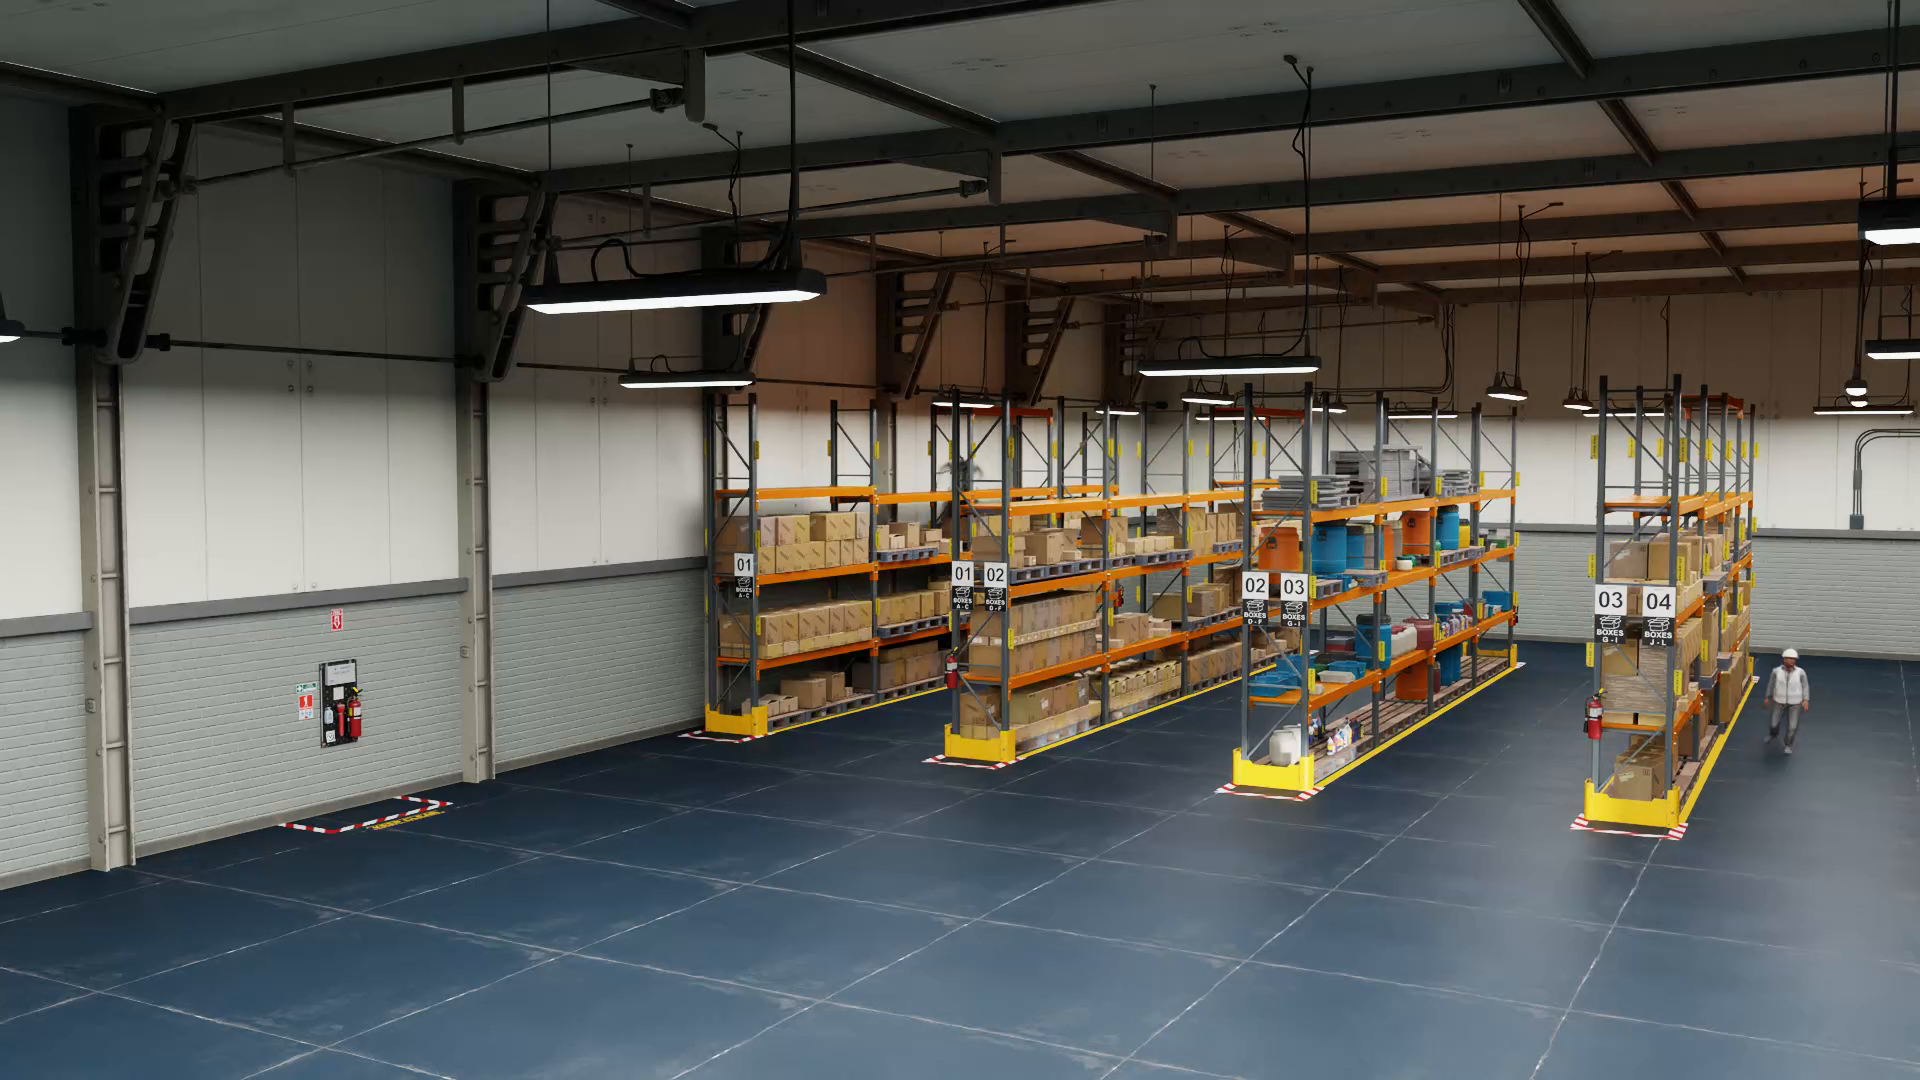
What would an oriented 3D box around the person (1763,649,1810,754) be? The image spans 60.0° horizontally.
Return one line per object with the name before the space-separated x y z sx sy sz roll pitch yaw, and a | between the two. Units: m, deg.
person | 13.621 2.647 27.408 0.695 1.736 0.662 2 4 29
